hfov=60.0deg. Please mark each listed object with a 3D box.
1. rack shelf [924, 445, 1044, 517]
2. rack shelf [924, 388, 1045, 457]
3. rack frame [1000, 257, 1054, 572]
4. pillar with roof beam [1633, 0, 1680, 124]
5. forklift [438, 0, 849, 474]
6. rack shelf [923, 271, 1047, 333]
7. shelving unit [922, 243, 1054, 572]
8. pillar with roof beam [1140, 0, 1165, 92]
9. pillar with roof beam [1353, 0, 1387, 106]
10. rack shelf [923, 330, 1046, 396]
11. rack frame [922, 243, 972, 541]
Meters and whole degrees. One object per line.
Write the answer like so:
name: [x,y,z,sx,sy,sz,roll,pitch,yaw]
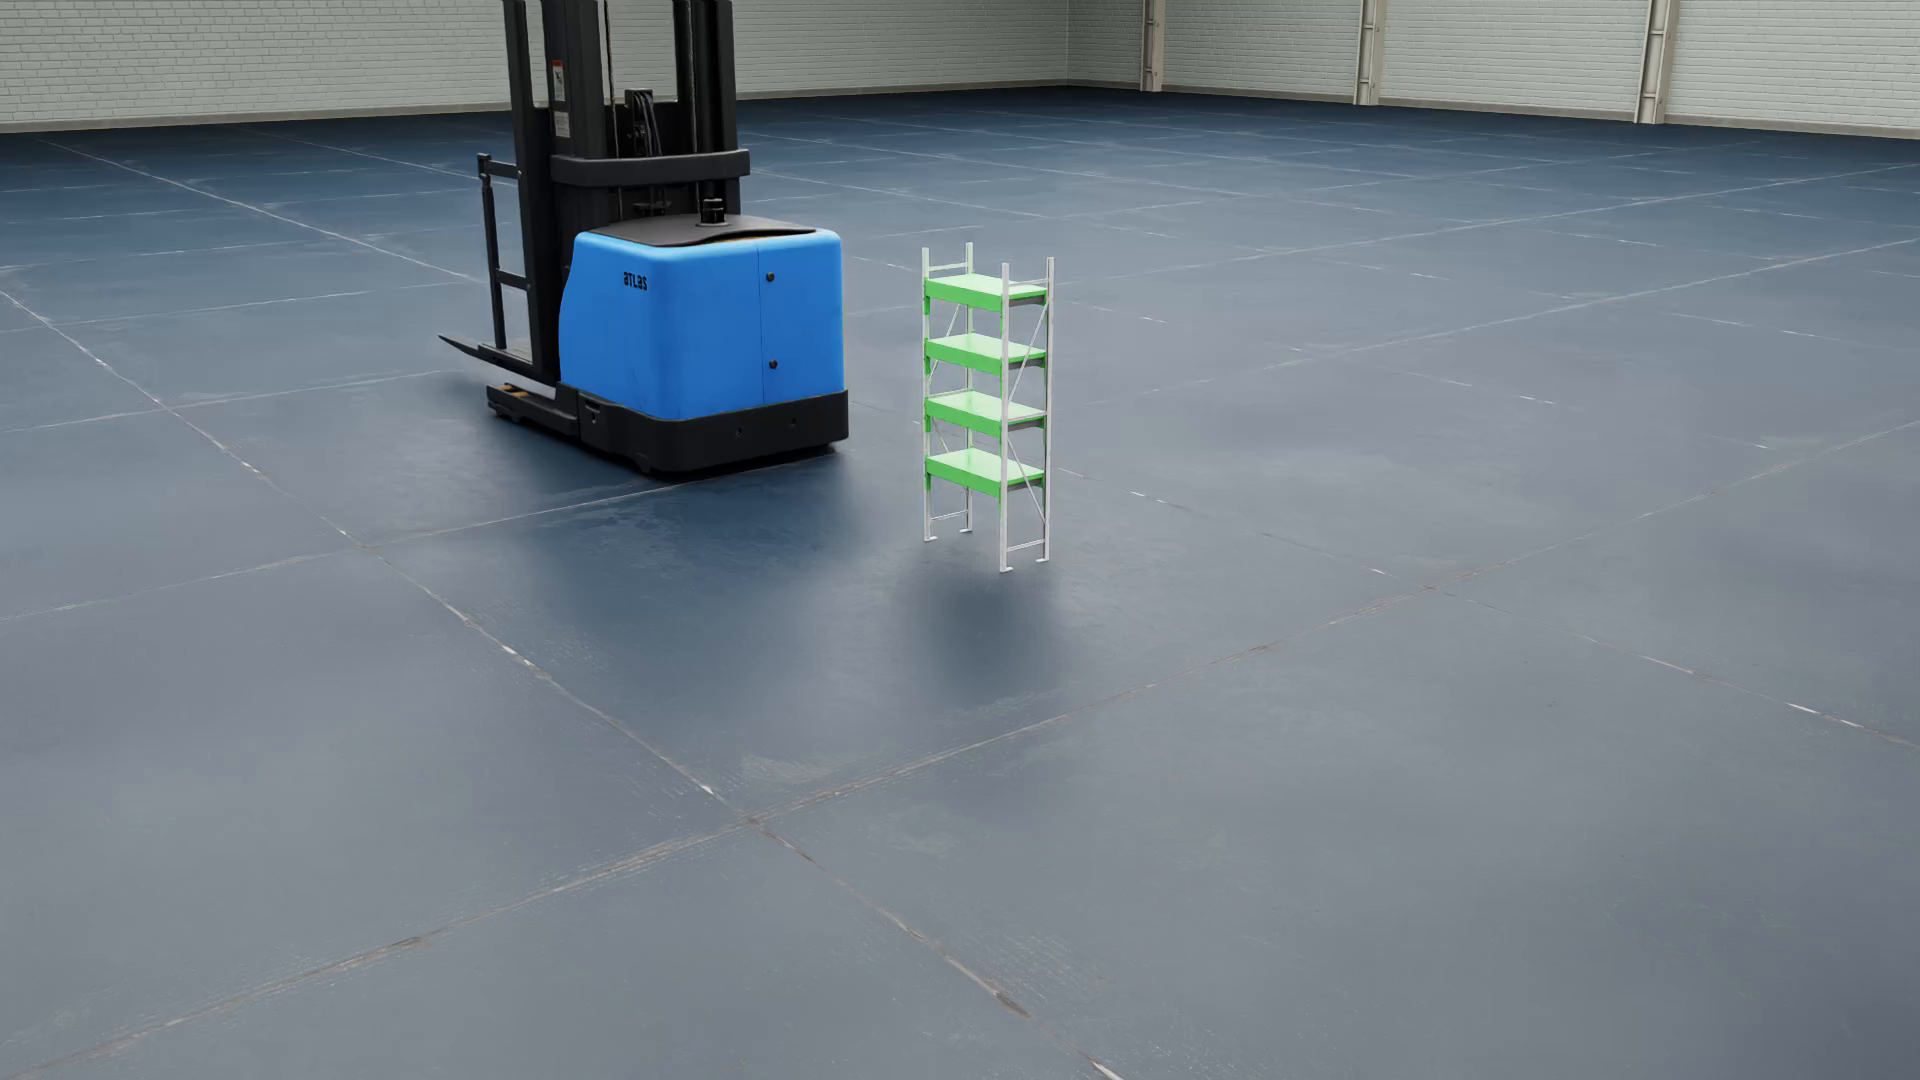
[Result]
rack shelf: [0.103,-0.240,6.646,0.258,0.148,0.480,-14,23,-36]
rack shelf: [0.103,-0.468,6.571,0.258,0.148,0.480,-14,23,-36]
rack frame: [0.254,-0.469,6.369,0.240,1.200,0.015,-14,23,-36]
pillar with roof beam: [8.355,-10.534,24.361,9.100,9.000,0.400,-14,23,-36]
forklift: [-1.866,-2.091,8.516,1.130,2.935,3.031,-14,23,-37]
rack shelf: [0.103,-0.924,6.420,0.258,0.148,0.480,-14,23,-36]
shelving unit: [0.103,-0.529,6.551,0.258,1.200,0.503,-14,23,-36]
pillar with roof beam: [0.905,-13.491,33.290,9.100,9.000,0.400,-14,23,-36]
pillar with roof beam: [4.630,-12.013,28.826,9.100,9.000,0.400,-14,23,-36]
rack shelf: [0.103,-0.696,6.495,0.258,0.148,0.480,-14,23,-36]
rack frame: [-0.049,-0.589,6.732,0.240,1.200,0.015,-14,23,-36]
